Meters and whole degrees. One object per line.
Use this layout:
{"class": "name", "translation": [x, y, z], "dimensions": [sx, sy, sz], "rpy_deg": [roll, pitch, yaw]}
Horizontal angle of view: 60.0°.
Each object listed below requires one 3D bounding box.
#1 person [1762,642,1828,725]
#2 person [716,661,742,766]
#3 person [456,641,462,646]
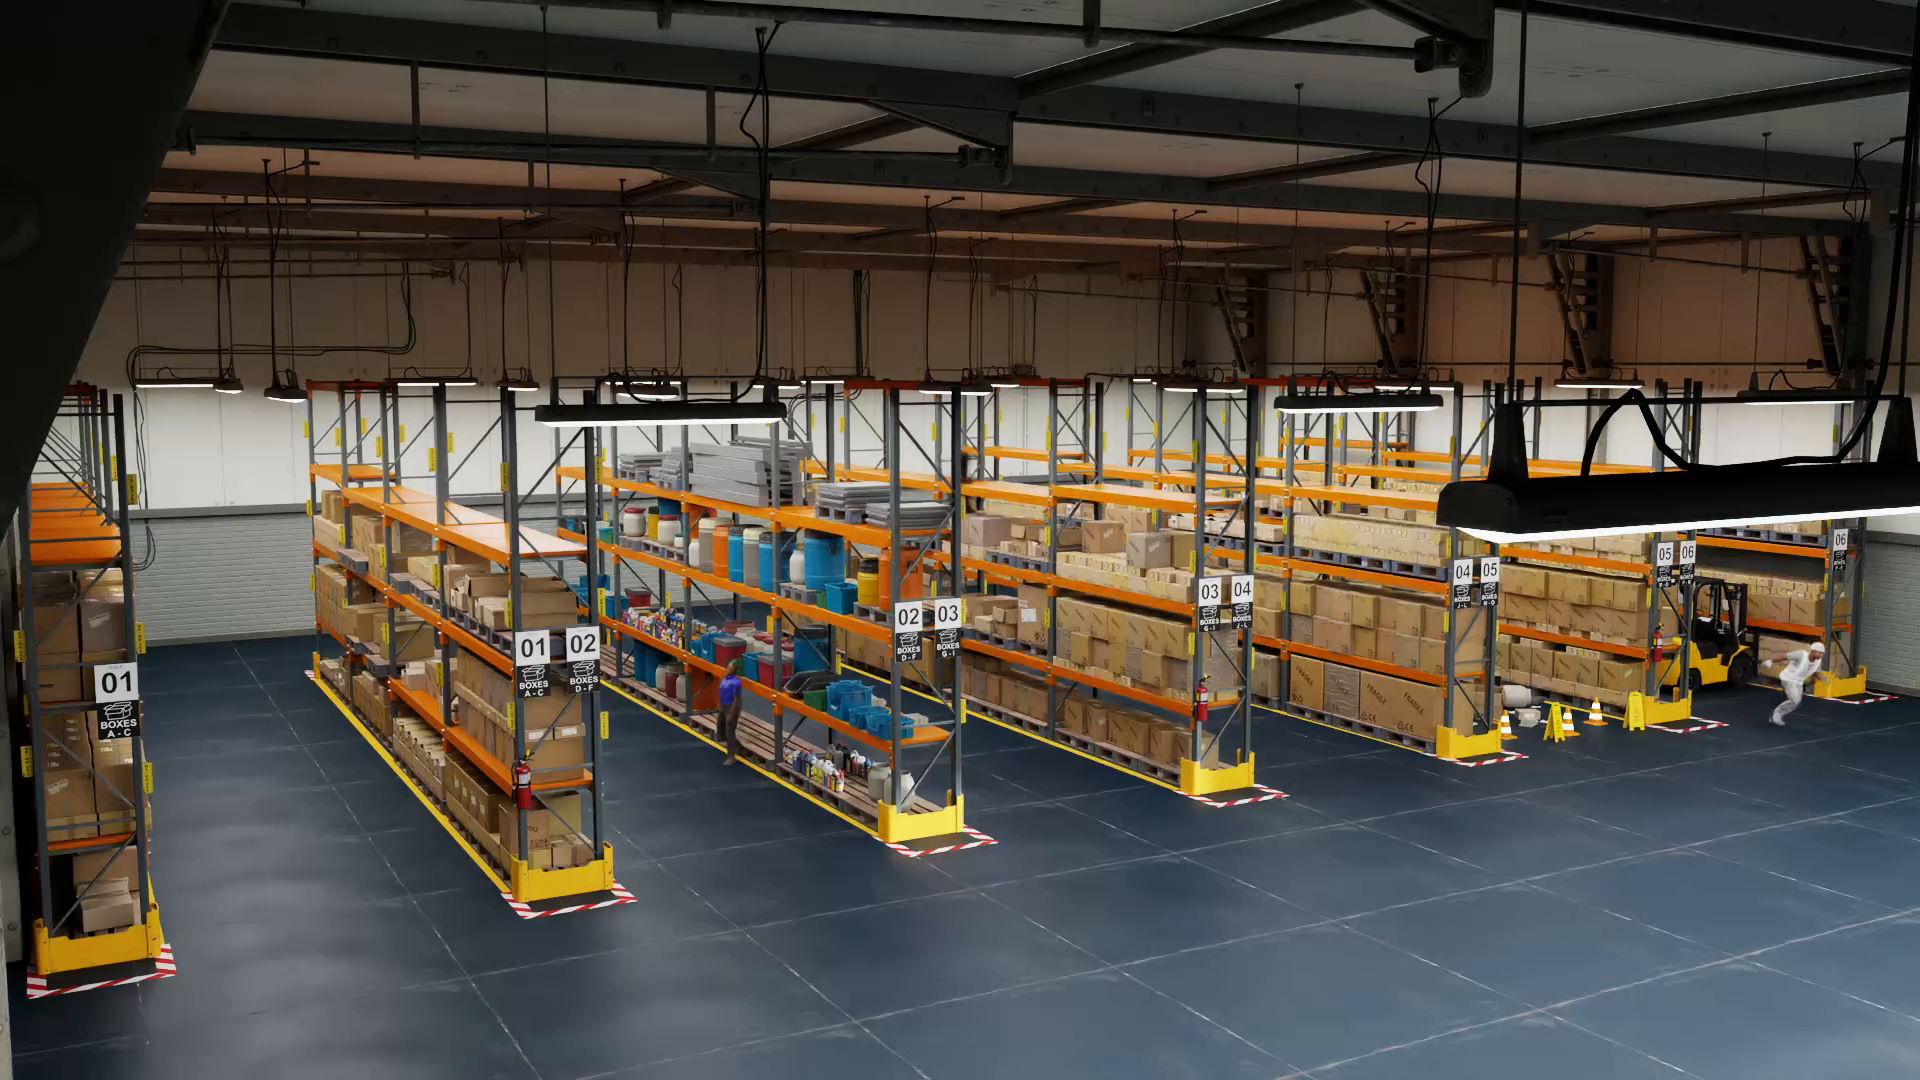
{"class": "person", "translation": [14.534, 2.491, 28.823], "dimensions": [0.673, 1.539, 1.023], "rpy_deg": [-3, 7, -24]}
{"class": "person", "translation": [-3.643, 2.715, 26.432], "dimensions": [0.572, 1.648, 0.658], "rpy_deg": [-6, 8, -43]}
{"class": "person", "translation": [-9.344, 2.156, 31.766], "dimensions": [0.938, 1.596, 0.671], "rpy_deg": [5, 8, 40]}
